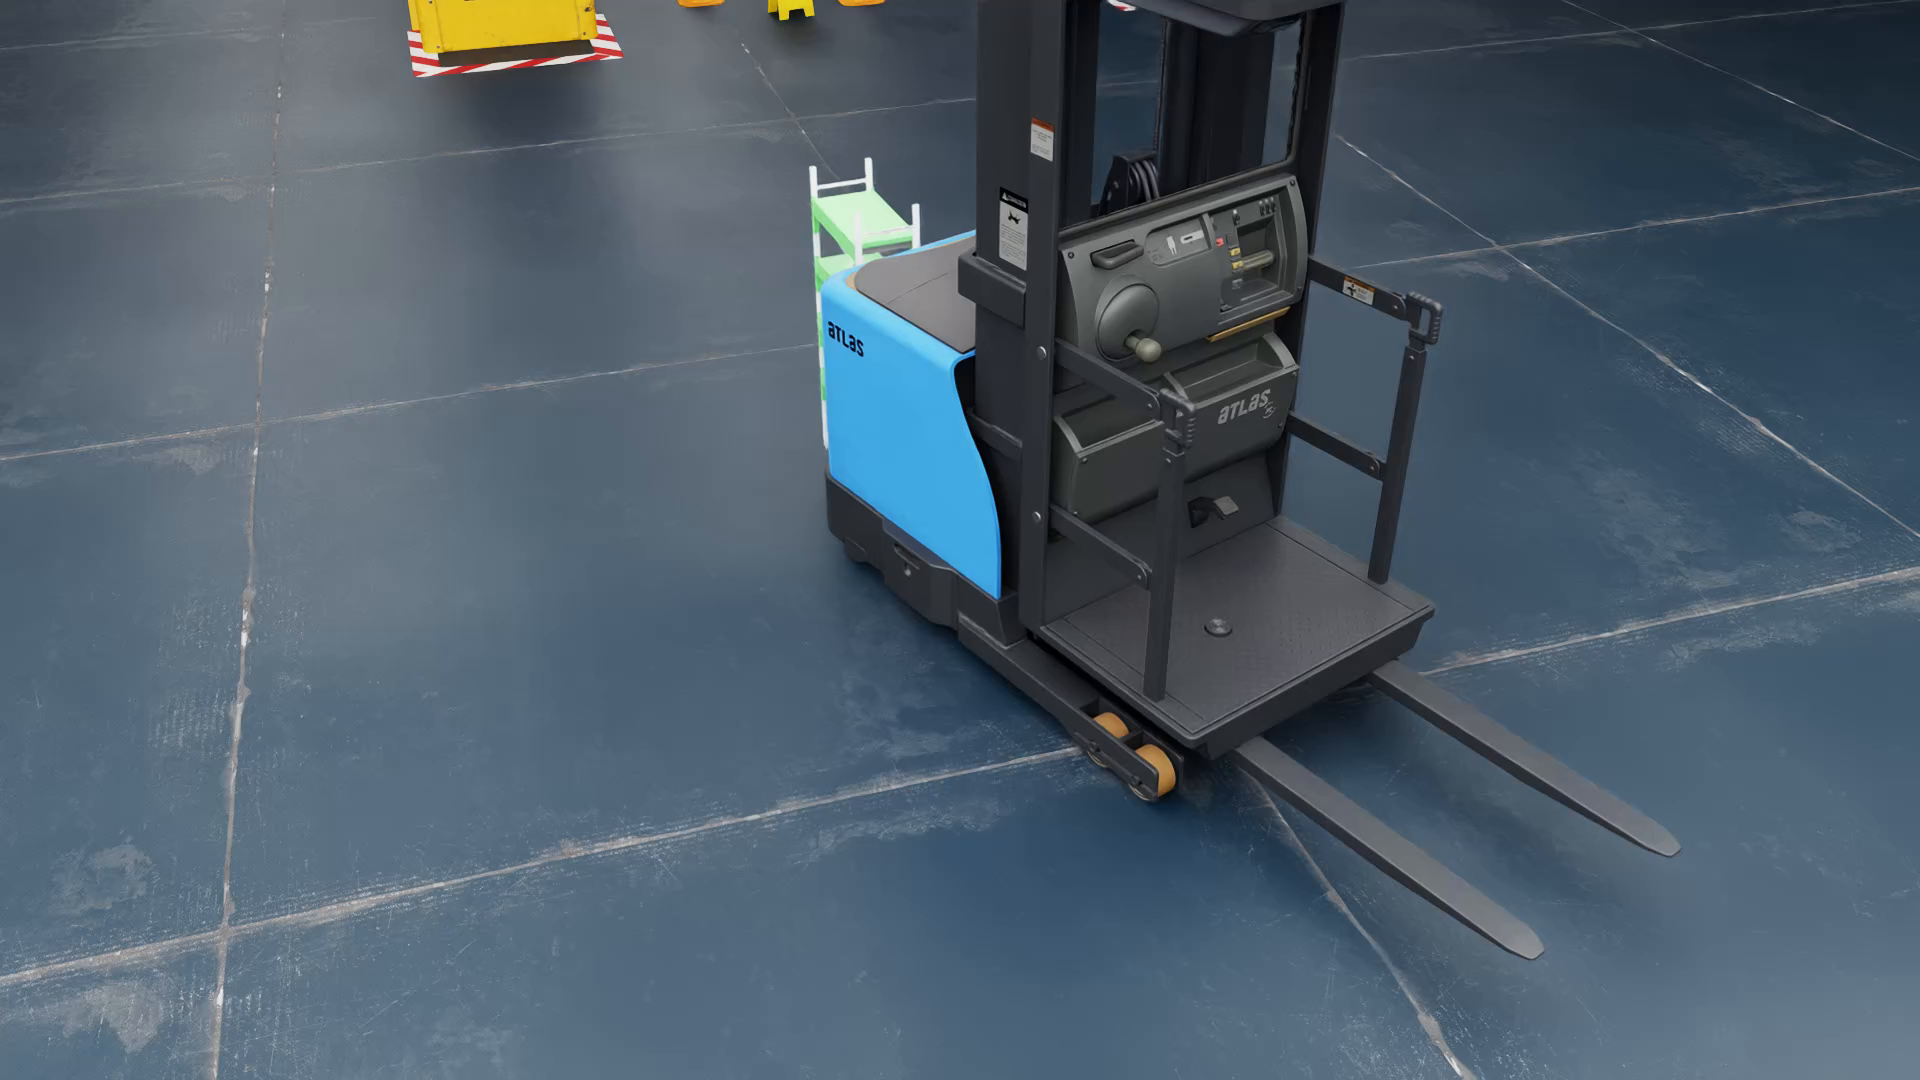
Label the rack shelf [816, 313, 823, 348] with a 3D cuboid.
[{"bbox_3d":[-0.351,-0.730,6.382,0.258,0.148,0.480,-13,36,-19],"label":"rack shelf"}]

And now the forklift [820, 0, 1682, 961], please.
[{"bbox_3d":[0.801,-0.743,4.715,1.130,2.935,3.031,-23,40,-30],"label":"forklift"}]

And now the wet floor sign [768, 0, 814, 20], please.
[{"bbox_3d":[-1.218,-4.061,11.811,0.267,0.644,0.232,-16,37,-23],"label":"wet floor sign"}]

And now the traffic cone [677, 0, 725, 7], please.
[{"bbox_3d":[-1.922,-4.185,12.163,0.336,0.463,0.334,-10,35,-15],"label":"traffic cone"}]

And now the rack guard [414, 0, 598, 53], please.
[{"bbox_3d":[-3.105,-3.670,11.351,1.175,0.500,0.348,-10,35,-15],"label":"rack guard"}]

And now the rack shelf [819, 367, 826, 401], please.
[{"bbox_3d":[-0.351,-0.529,6.514,0.258,0.148,0.480,-13,36,-19],"label":"rack shelf"}]

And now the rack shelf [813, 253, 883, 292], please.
[{"bbox_3d":[-0.351,-0.930,6.249,0.258,0.148,0.480,-13,36,-19],"label":"rack shelf"}]

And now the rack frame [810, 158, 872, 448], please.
[{"bbox_3d":[-0.445,-0.907,6.534,0.240,1.200,0.015,-13,36,-19],"label":"rack frame"}]

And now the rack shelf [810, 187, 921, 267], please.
[{"bbox_3d":[-0.351,-1.130,6.117,0.258,0.148,0.480,-13,36,-19],"label":"rack shelf"}]

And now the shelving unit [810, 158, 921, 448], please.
[{"bbox_3d":[-0.351,-0.783,6.346,0.258,1.200,0.503,-13,36,-19],"label":"shelving unit"}]

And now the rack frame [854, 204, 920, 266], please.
[{"bbox_3d":[-0.258,-0.659,6.158,0.240,1.200,0.015,-13,36,-19],"label":"rack frame"}]

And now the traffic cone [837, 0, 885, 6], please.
[{"bbox_3d":[-0.742,-4.196,12.181,0.336,0.463,0.334,-10,35,-15],"label":"traffic cone"}]
